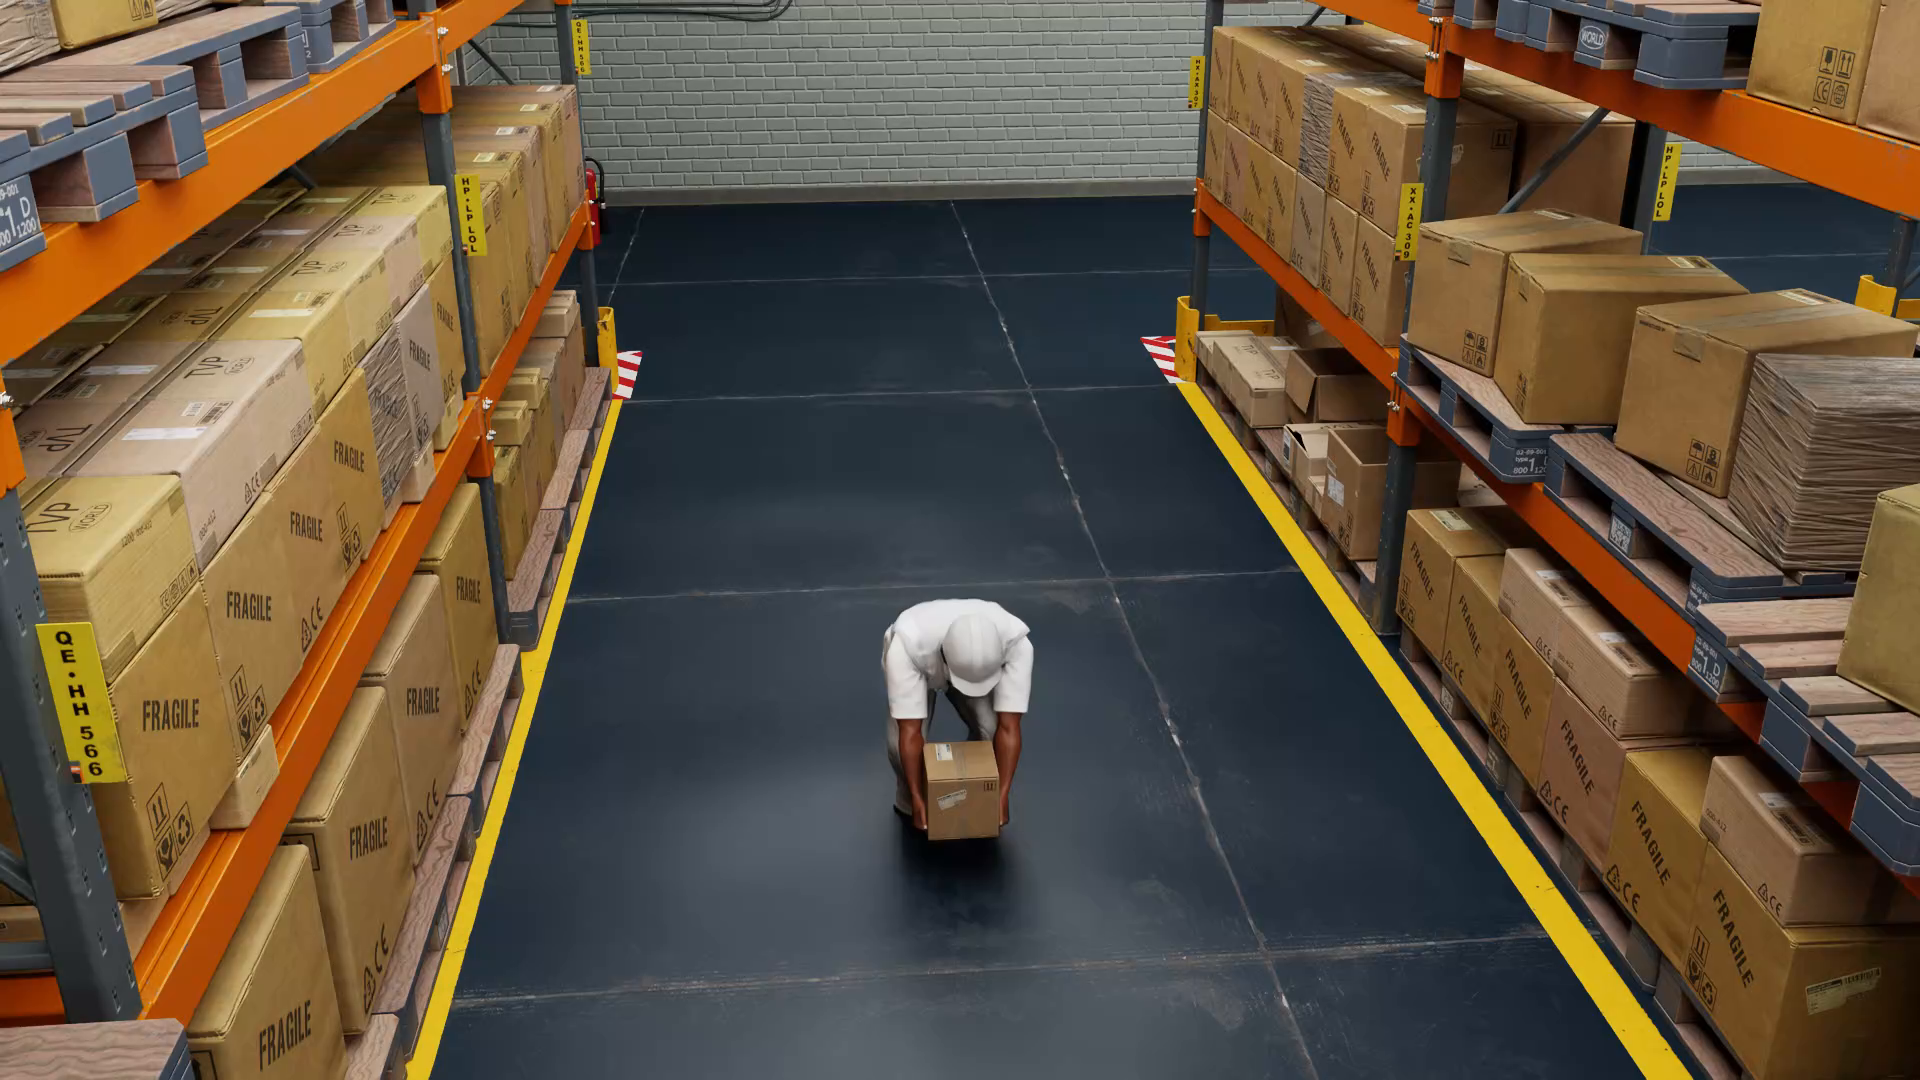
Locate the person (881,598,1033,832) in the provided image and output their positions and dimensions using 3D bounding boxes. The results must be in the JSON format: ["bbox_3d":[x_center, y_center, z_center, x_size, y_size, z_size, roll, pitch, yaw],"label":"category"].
[{"bbox_3d":[-0.012,0.595,6.163,0.537,1.010,0.909,-3,24,-6],"label":"person"}]
